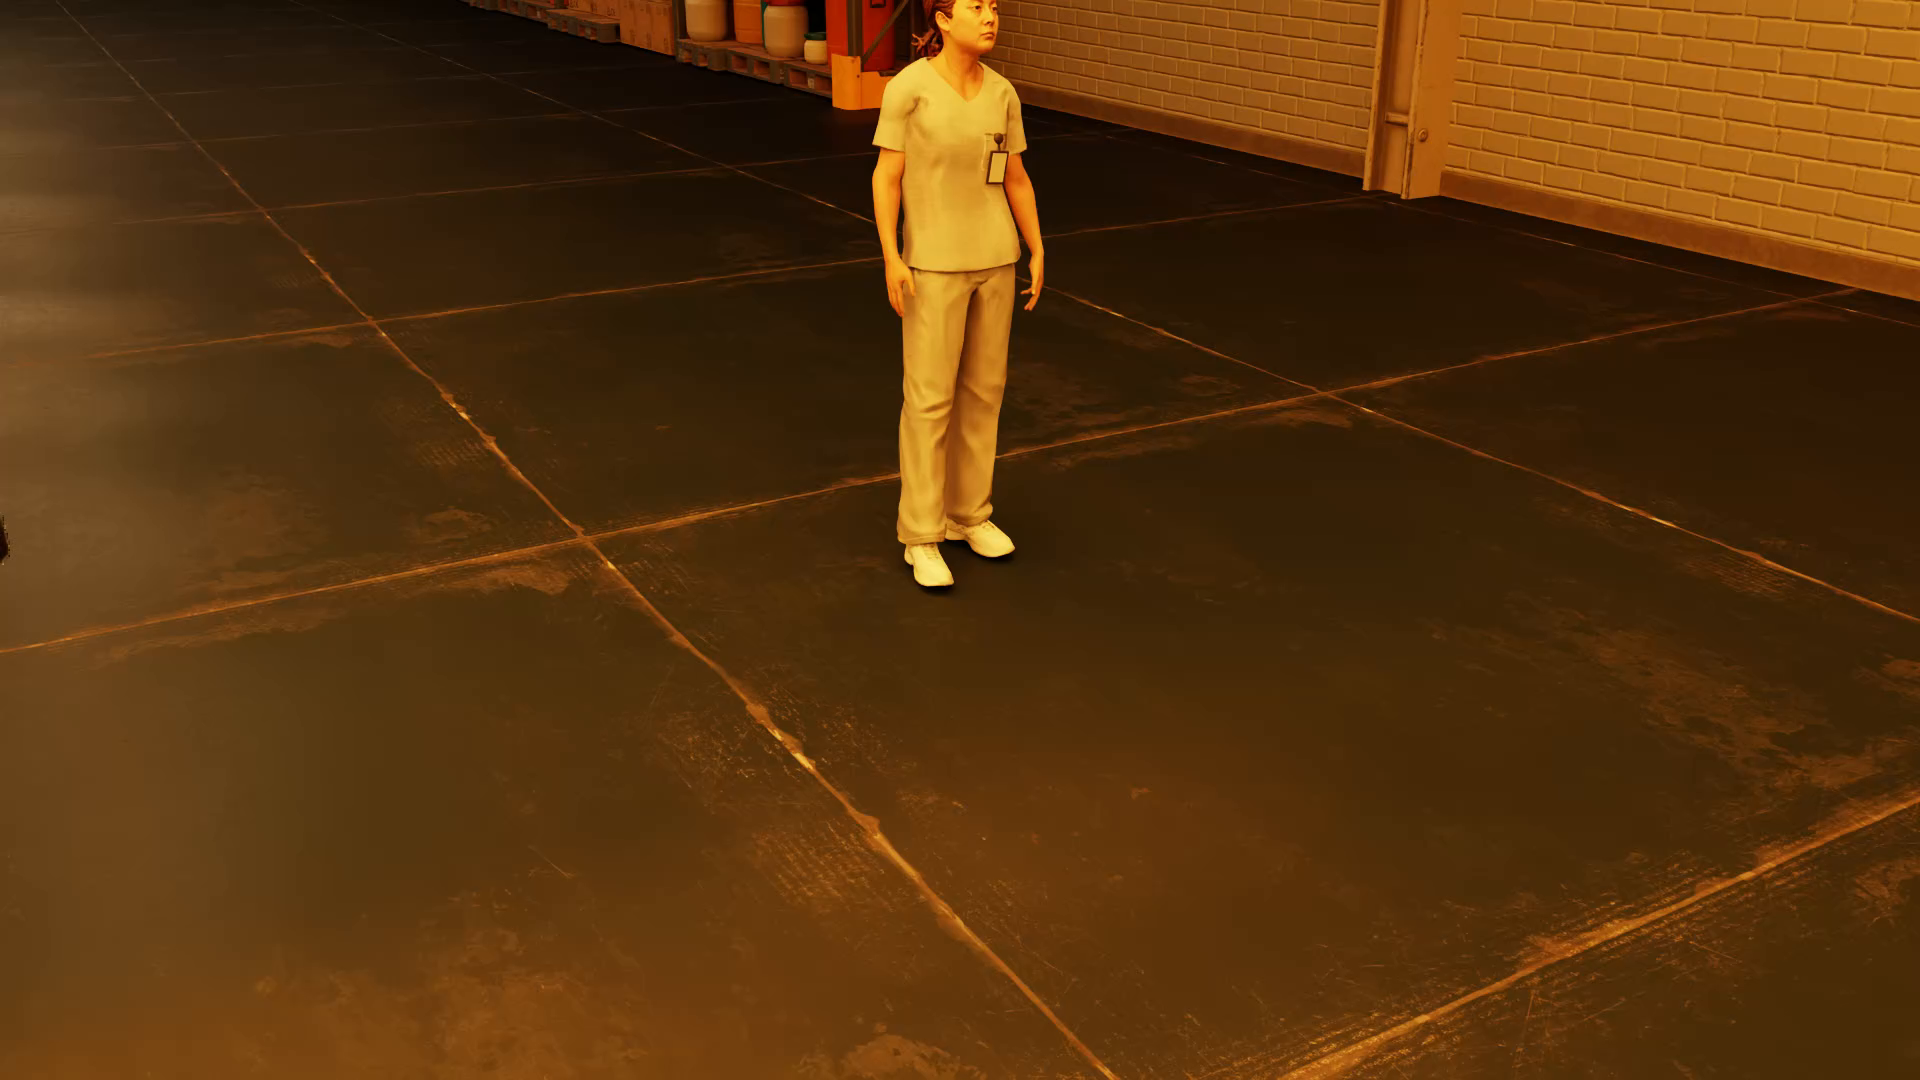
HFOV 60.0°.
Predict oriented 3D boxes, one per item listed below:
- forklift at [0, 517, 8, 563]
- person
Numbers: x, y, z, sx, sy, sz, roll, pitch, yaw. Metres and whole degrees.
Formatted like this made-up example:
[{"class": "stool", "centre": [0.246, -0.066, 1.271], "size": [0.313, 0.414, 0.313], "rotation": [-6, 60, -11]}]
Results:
[{"class": "forklift", "centre": [-4.137, -0.950, 3.589], "size": [3.031, 2.935, 1.130], "rotation": [-6, 23, -14]}, {"class": "person", "centre": [0.025, -0.755, 4.748], "size": [0.549, 1.673, 0.548], "rotation": [-12, 25, -28]}]
